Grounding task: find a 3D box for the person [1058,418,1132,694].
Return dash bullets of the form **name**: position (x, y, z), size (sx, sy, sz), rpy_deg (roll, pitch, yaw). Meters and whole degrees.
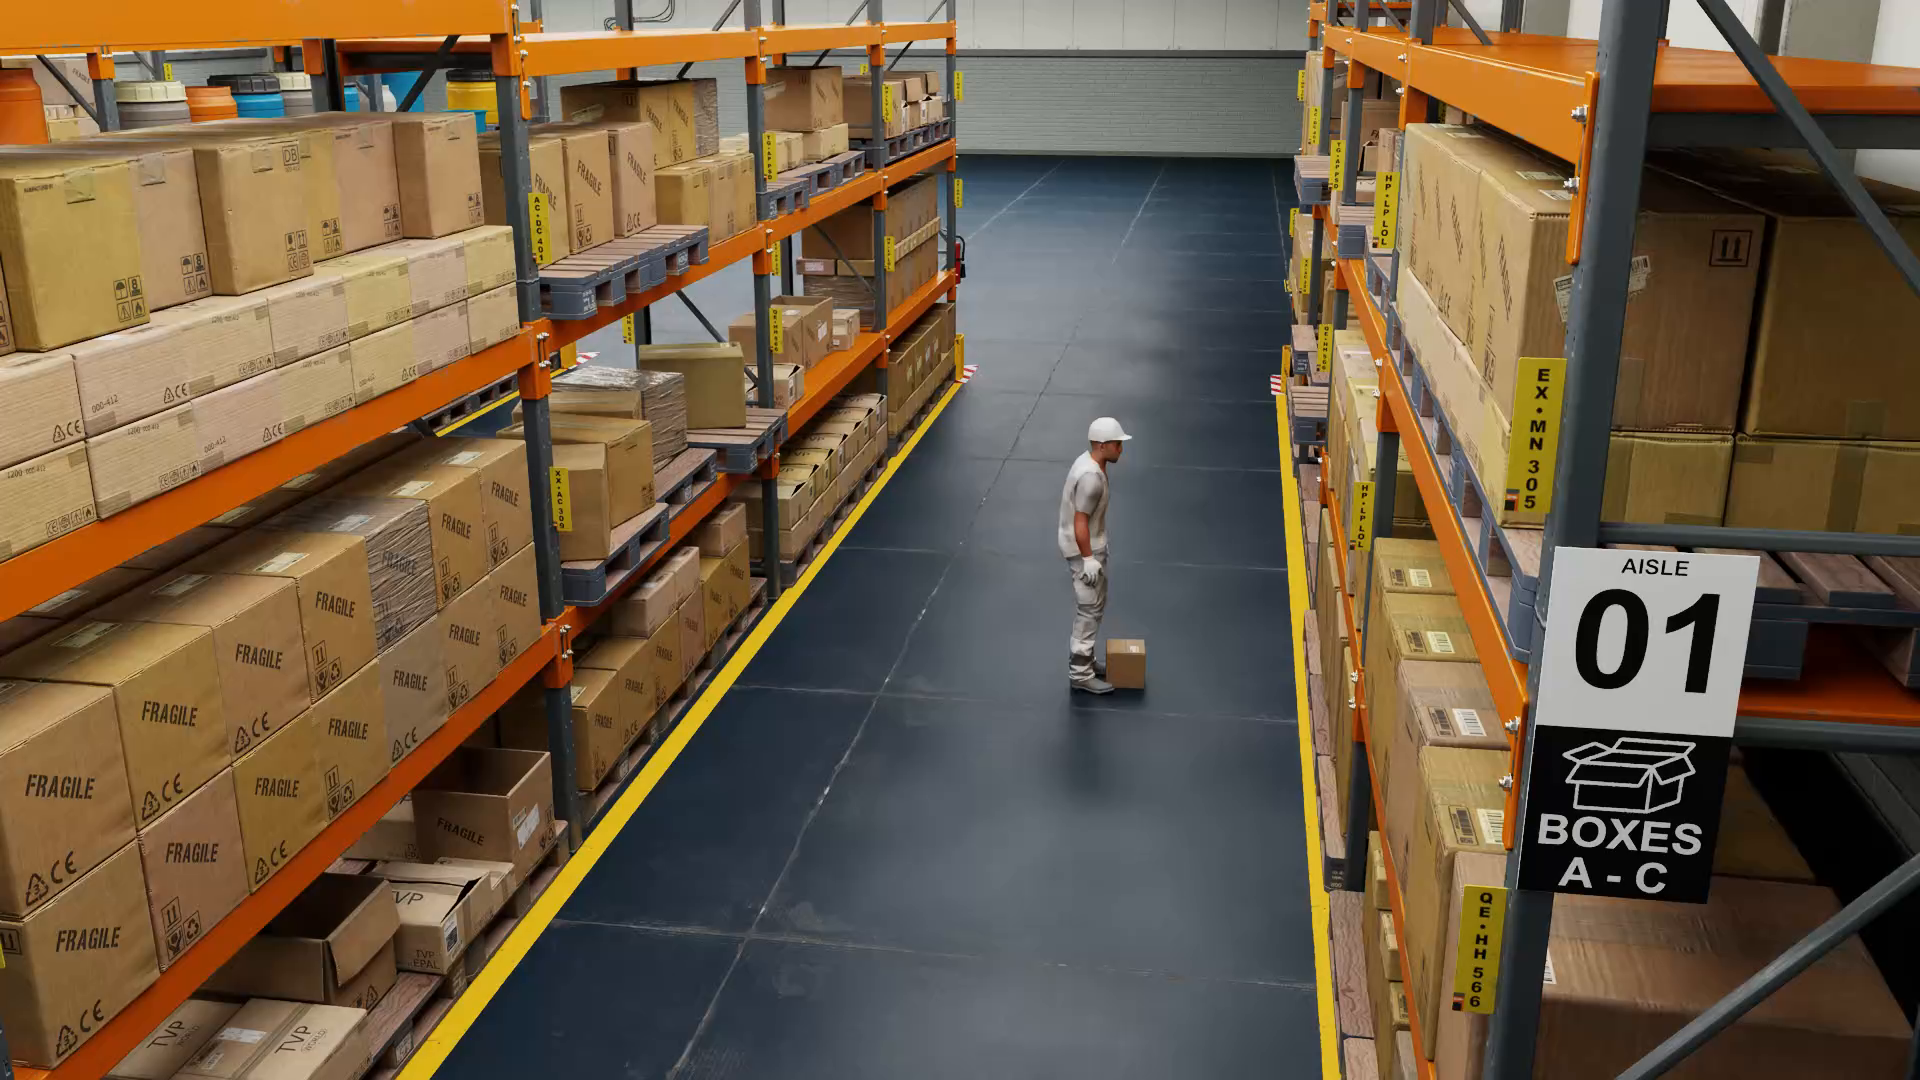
- **person**: position (0.862, 0.080, 10.777), size (0.453, 1.778, 0.605), rpy_deg (3, 18, 9)
